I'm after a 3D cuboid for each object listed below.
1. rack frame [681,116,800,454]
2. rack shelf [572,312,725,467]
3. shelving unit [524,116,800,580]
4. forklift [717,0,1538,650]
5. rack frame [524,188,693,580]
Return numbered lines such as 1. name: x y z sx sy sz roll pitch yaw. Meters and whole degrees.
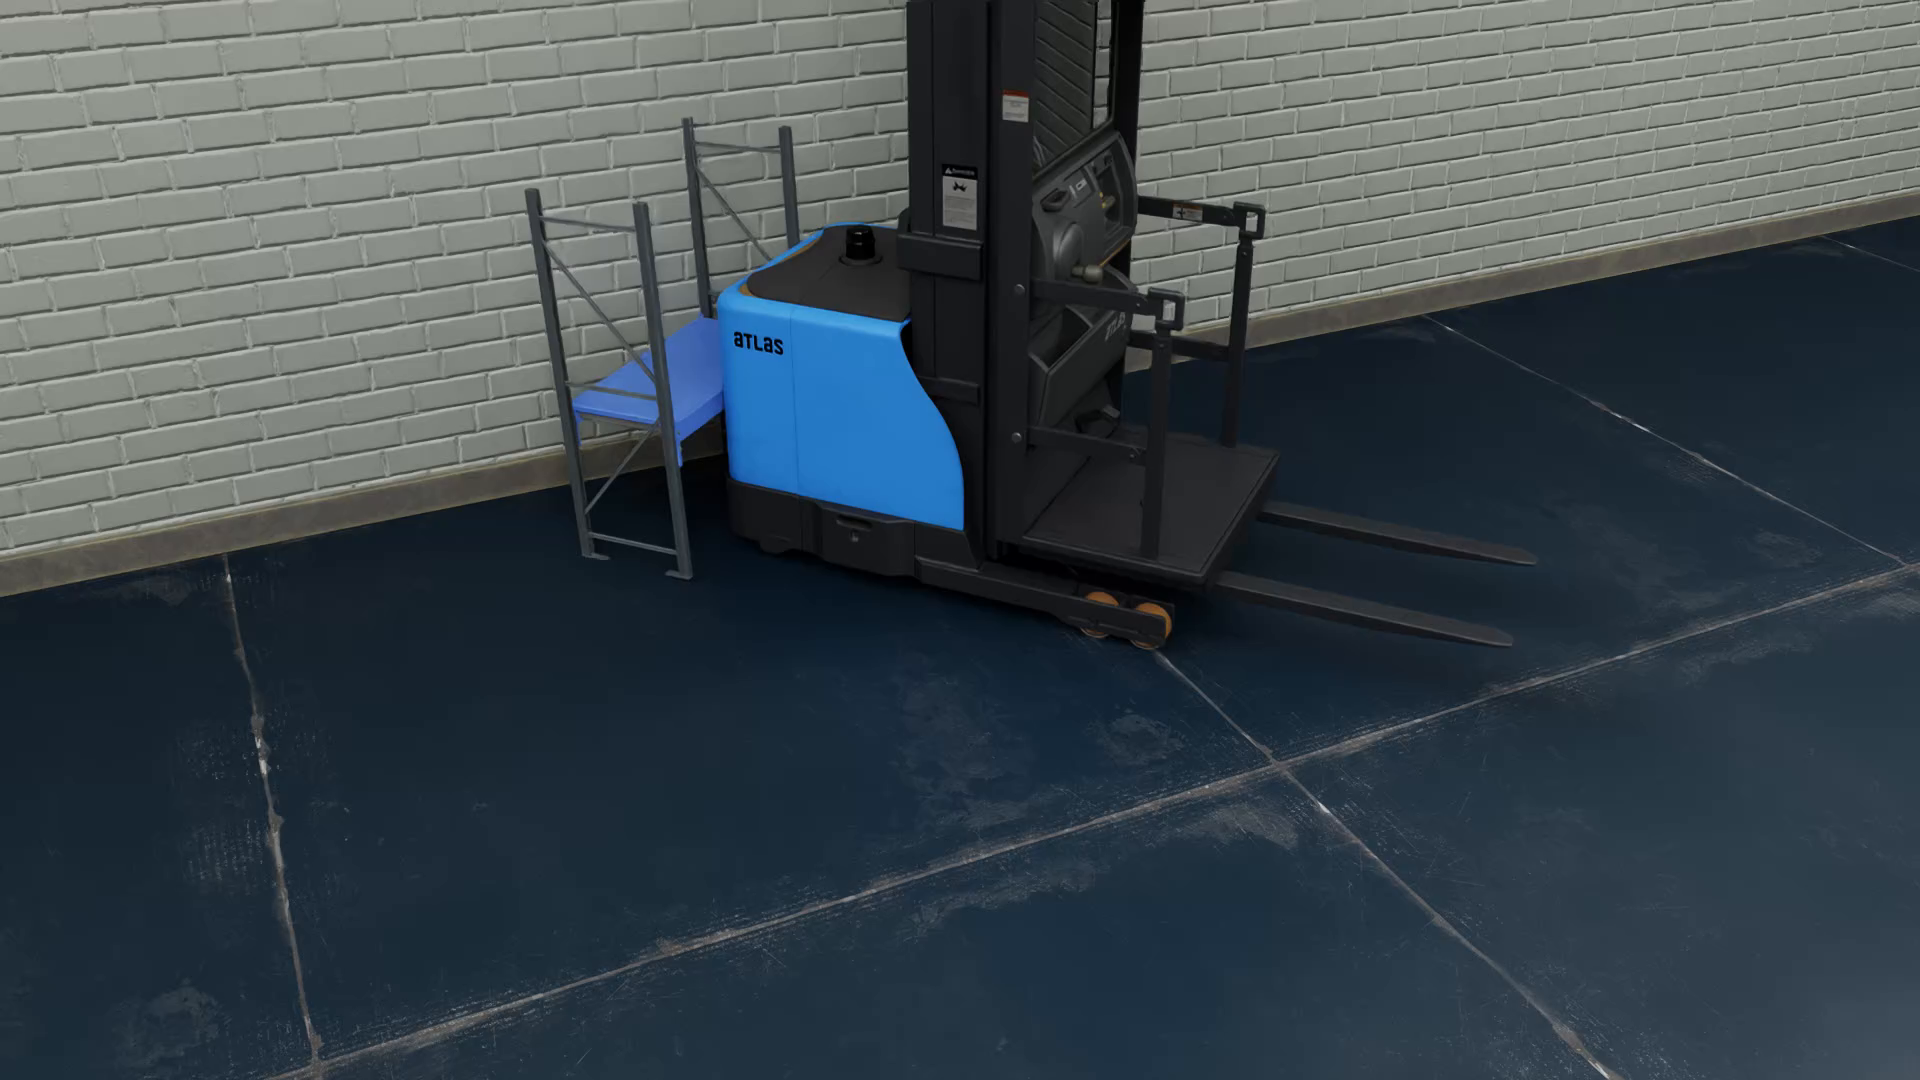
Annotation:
1. rack frame: -0.877 -1.012 6.991 0.500 1.500 0.032 11 32 22
2. rack shelf: -1.080 -0.624 6.676 0.538 0.185 1.000 11 32 22
3. shelving unit: -1.085 -0.781 6.589 0.538 1.500 1.048 11 32 22
4. forklift: 0.633 -1.176 5.851 3.031 2.935 1.130 12 32 21
5. rack frame: -1.293 -0.550 6.186 0.500 1.500 0.032 11 32 22
